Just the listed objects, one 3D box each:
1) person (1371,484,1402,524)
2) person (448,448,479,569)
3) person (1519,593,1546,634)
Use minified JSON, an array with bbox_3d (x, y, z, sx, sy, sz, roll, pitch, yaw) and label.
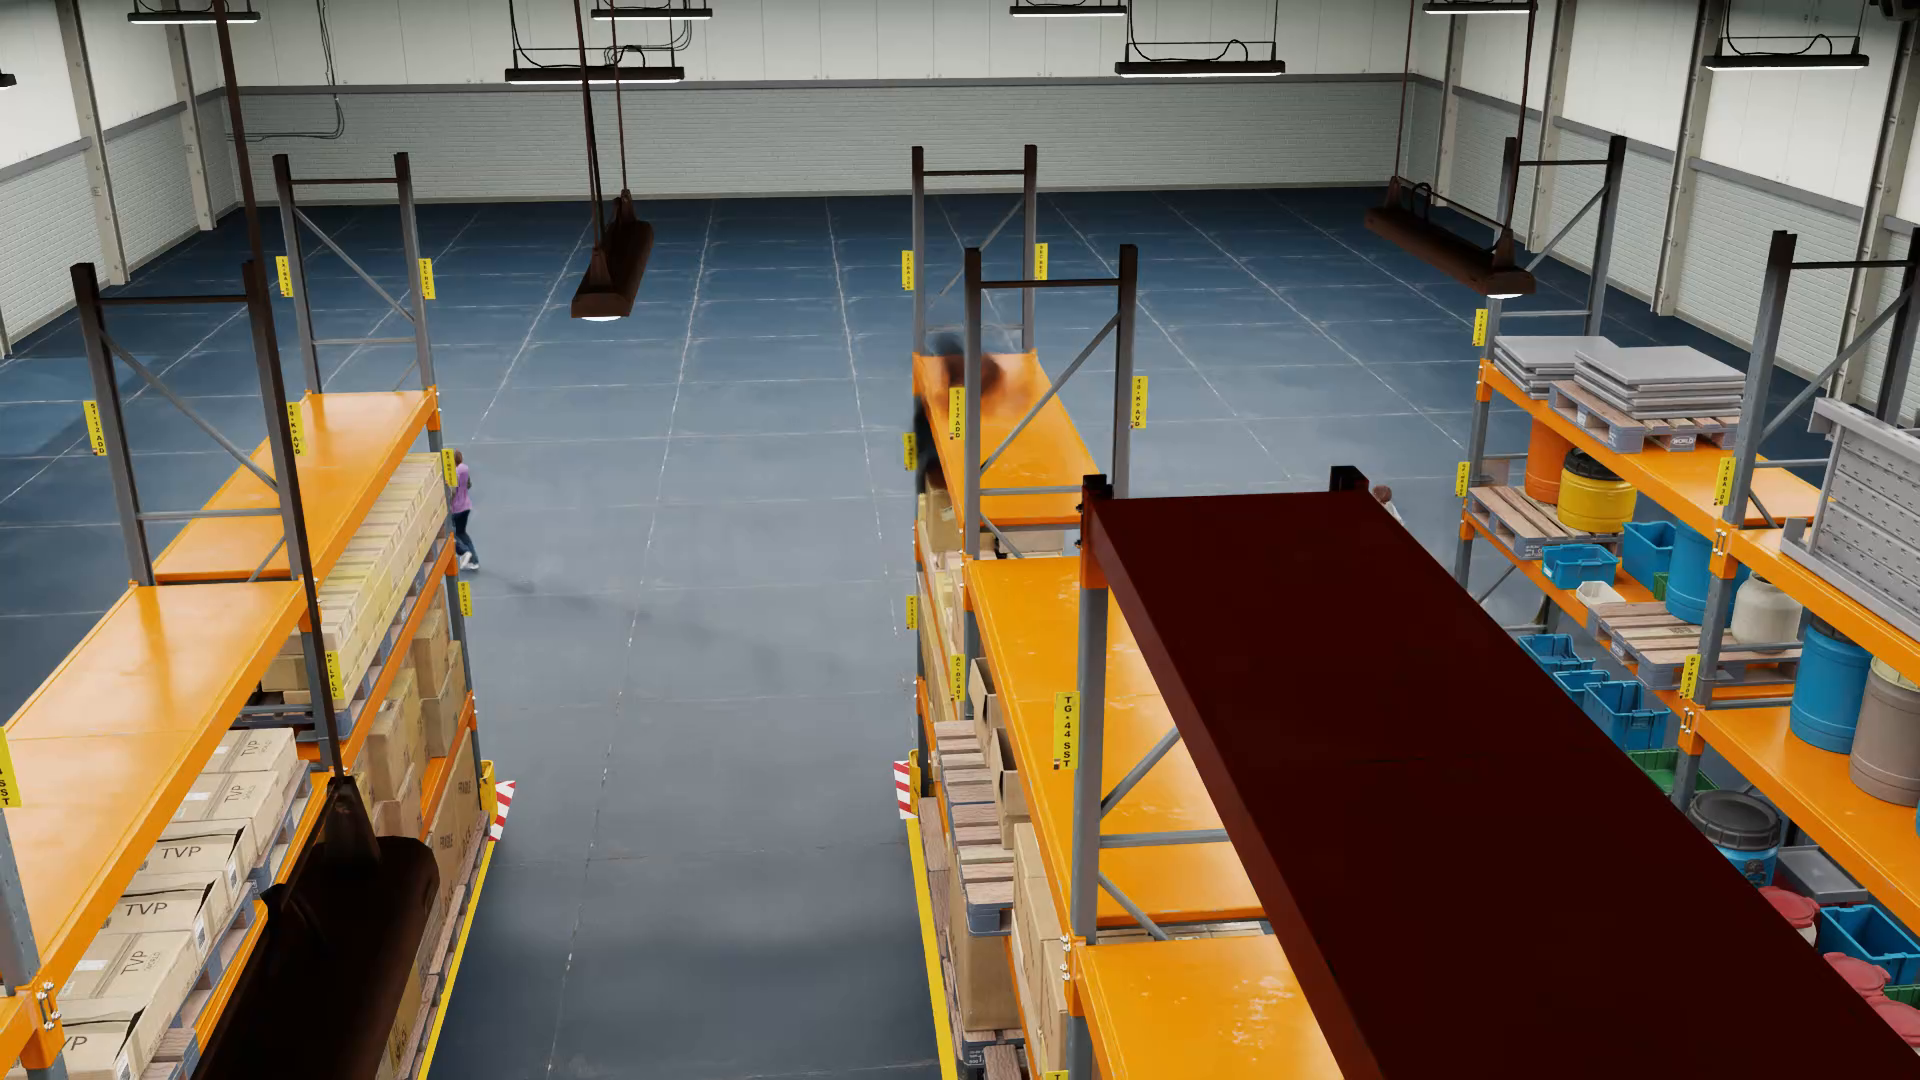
[{"bbox_3d":[4.866,0.158,19.102,0.696,1.637,0.569,11,24,25],"label":"person"},{"bbox_3d":[-6.237,-0.385,20.489,0.555,1.540,0.522,10,24,24],"label":"person"},{"bbox_3d":[6.837,0.268,18.537,1.008,1.762,0.709,6,22,14],"label":"person"}]
